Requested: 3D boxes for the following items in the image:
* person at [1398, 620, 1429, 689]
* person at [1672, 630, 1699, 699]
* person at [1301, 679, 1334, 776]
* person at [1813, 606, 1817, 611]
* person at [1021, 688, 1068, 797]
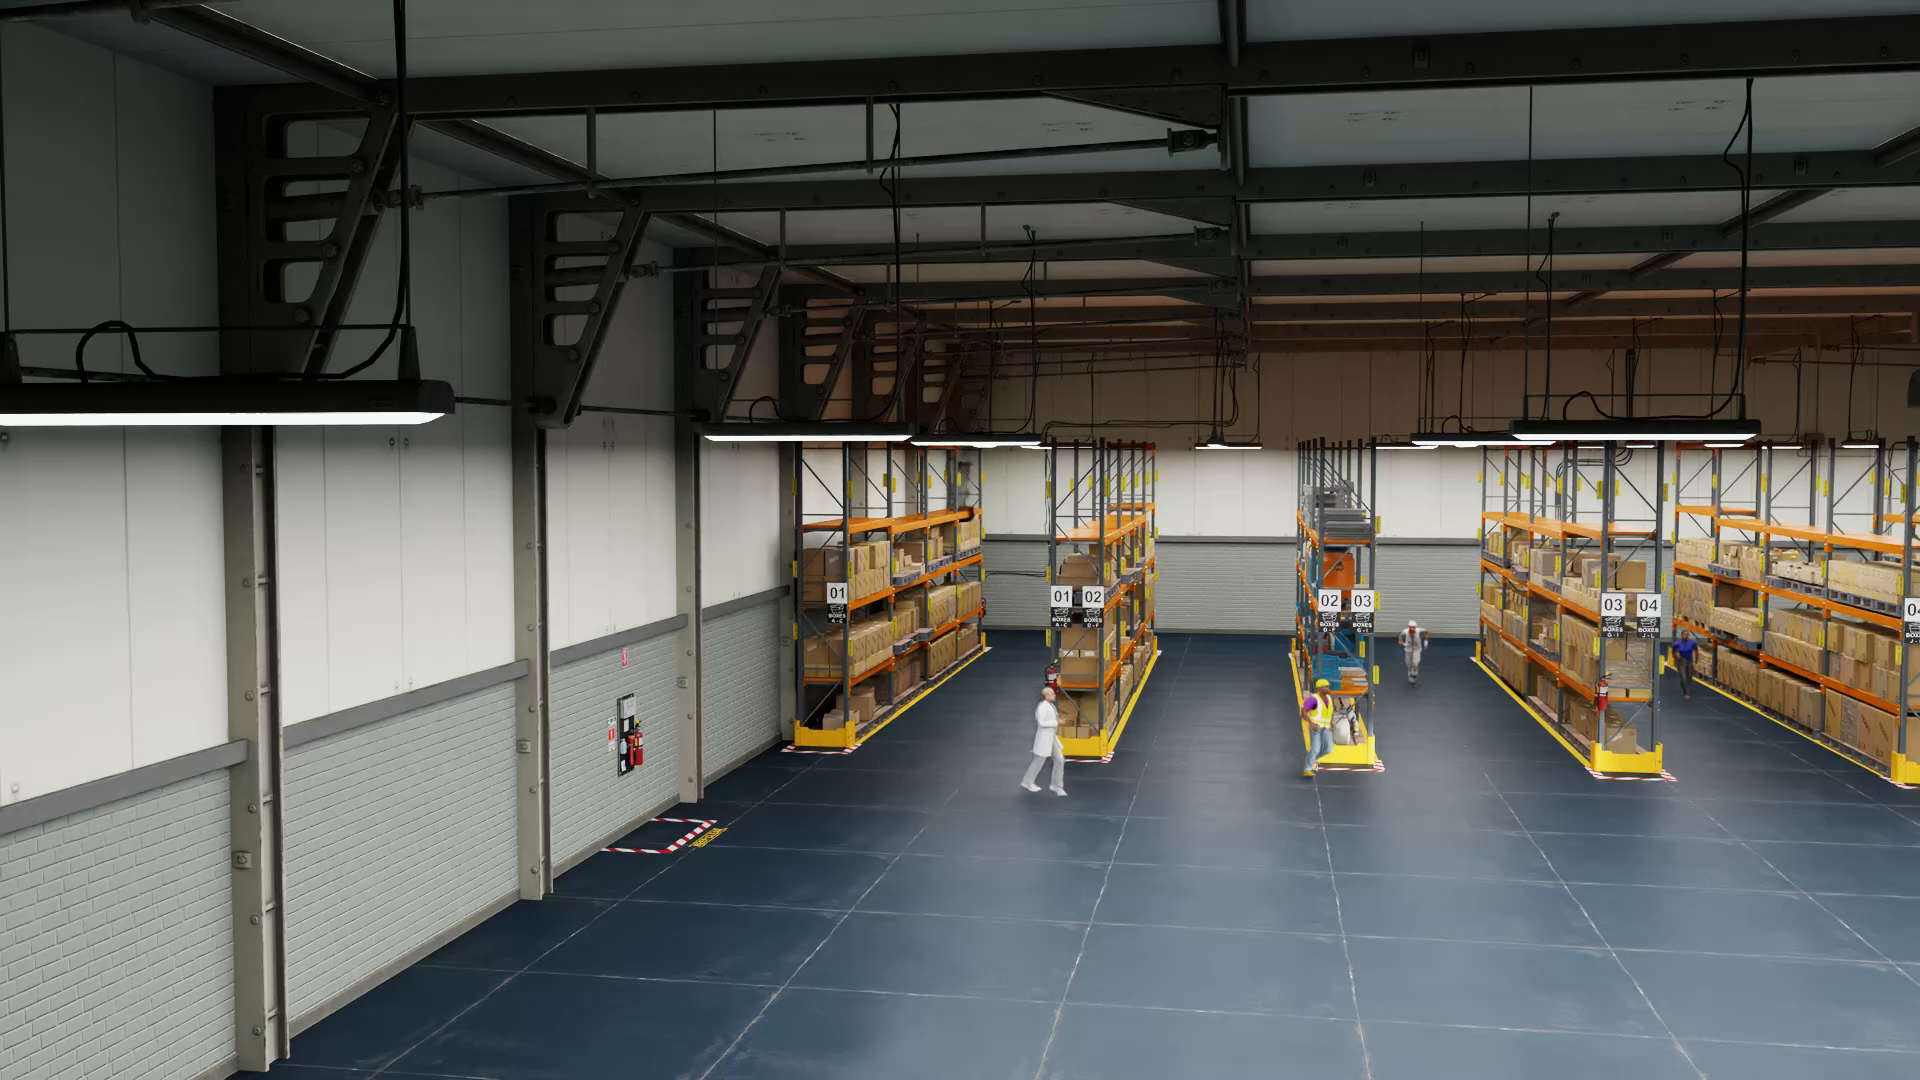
[{"bbox_3d":[11.018,2.773,40.425,0.706,1.719,1.023,1,3,16],"label":"person"},{"bbox_3d":[16.899,2.893,38.770,0.605,1.616,0.675,1,3,11],"label":"person"},{"bbox_3d":[6.382,3.313,29.416,0.756,1.699,0.524,-2,3,-29],"label":"person"},{"bbox_3d":[23.185,2.502,45.308,0.545,1.668,0.604,1,3,18],"label":"person"},{"bbox_3d":[1.398,3.380,27.686,0.861,1.855,0.669,1,3,25],"label":"person"}]
